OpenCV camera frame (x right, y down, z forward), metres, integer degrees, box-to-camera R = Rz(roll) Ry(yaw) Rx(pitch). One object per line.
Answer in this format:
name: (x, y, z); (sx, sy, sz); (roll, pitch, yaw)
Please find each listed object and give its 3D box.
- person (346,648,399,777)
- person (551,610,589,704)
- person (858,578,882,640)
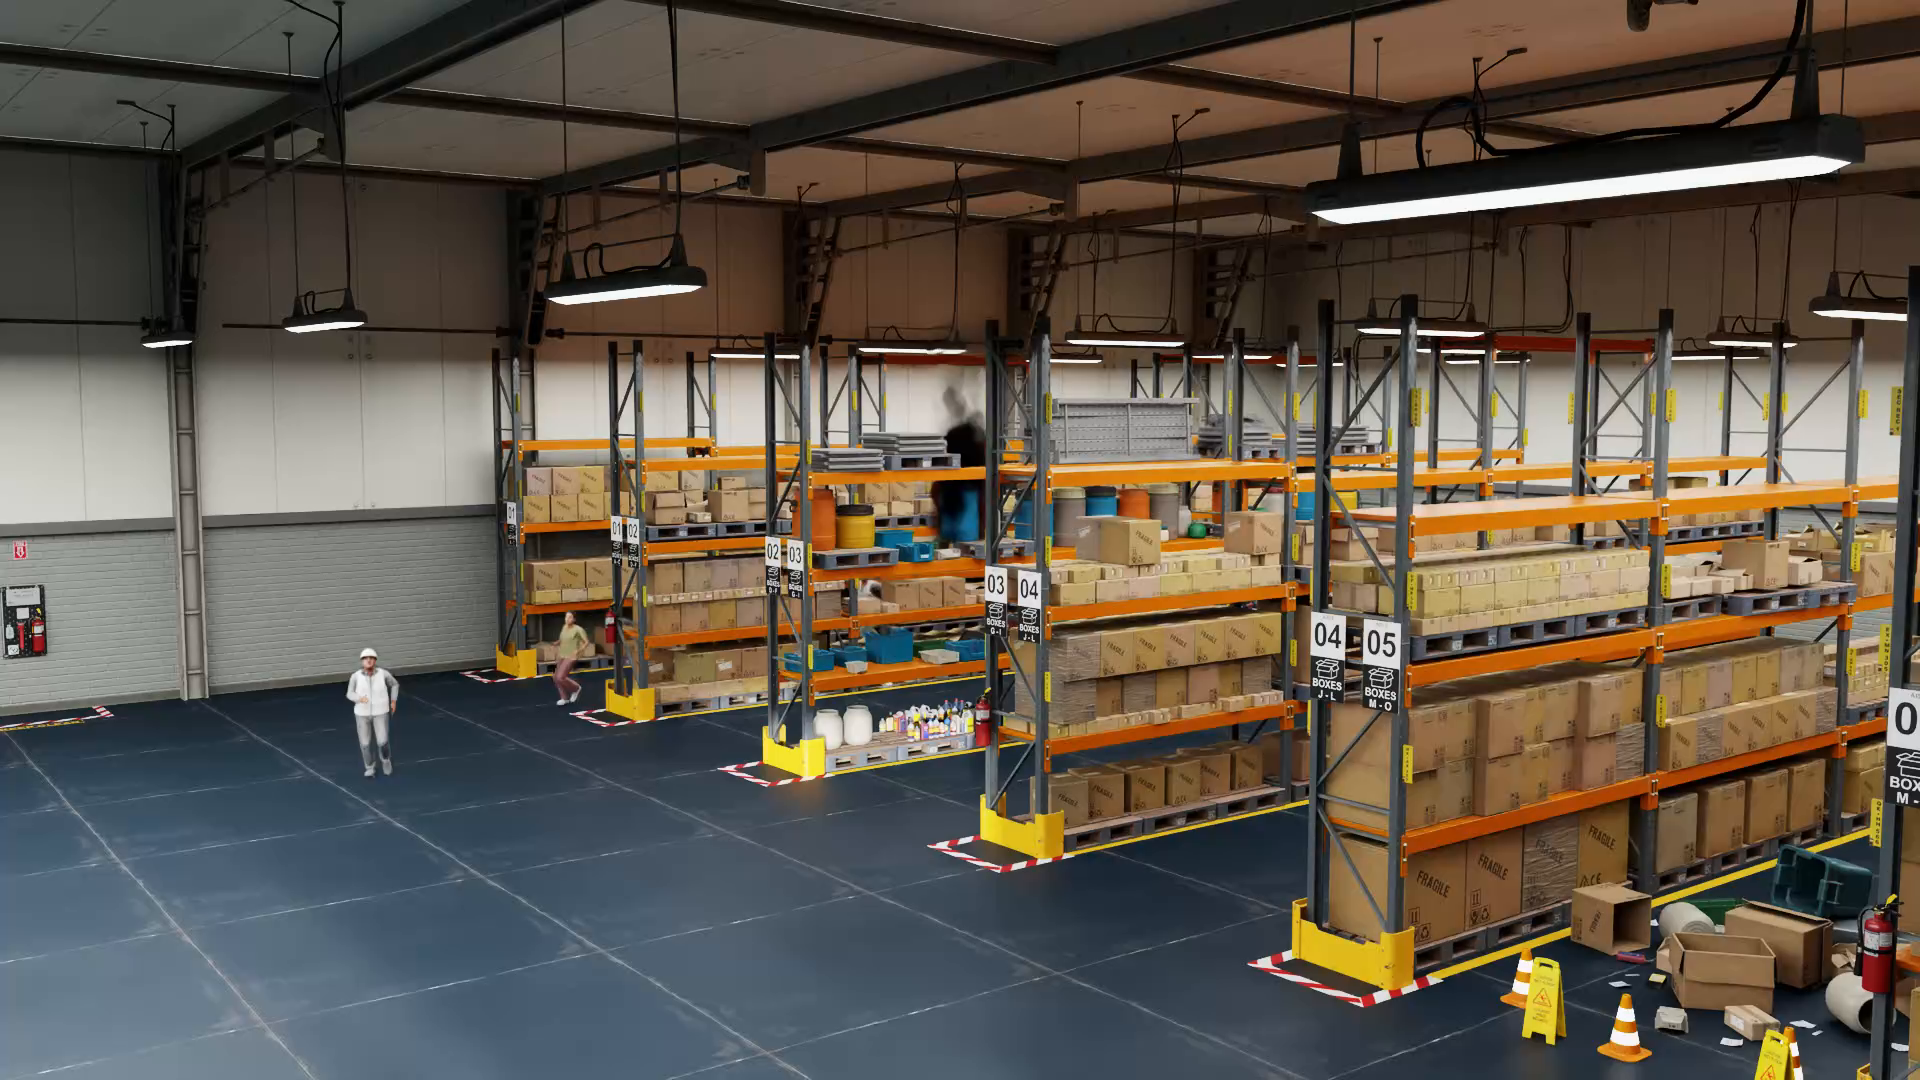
person: (-7.867, 2.331, 22.290); (0.662, 1.751, 0.636); (-2, 5, -17)
person: (-6.486, 1.951, 27.557); (0.584, 1.603, 0.521); (4, 6, 38)
person: (-1.802, 1.424, 32.597); (0.825, 1.823, 0.631); (-5, 7, -44)
